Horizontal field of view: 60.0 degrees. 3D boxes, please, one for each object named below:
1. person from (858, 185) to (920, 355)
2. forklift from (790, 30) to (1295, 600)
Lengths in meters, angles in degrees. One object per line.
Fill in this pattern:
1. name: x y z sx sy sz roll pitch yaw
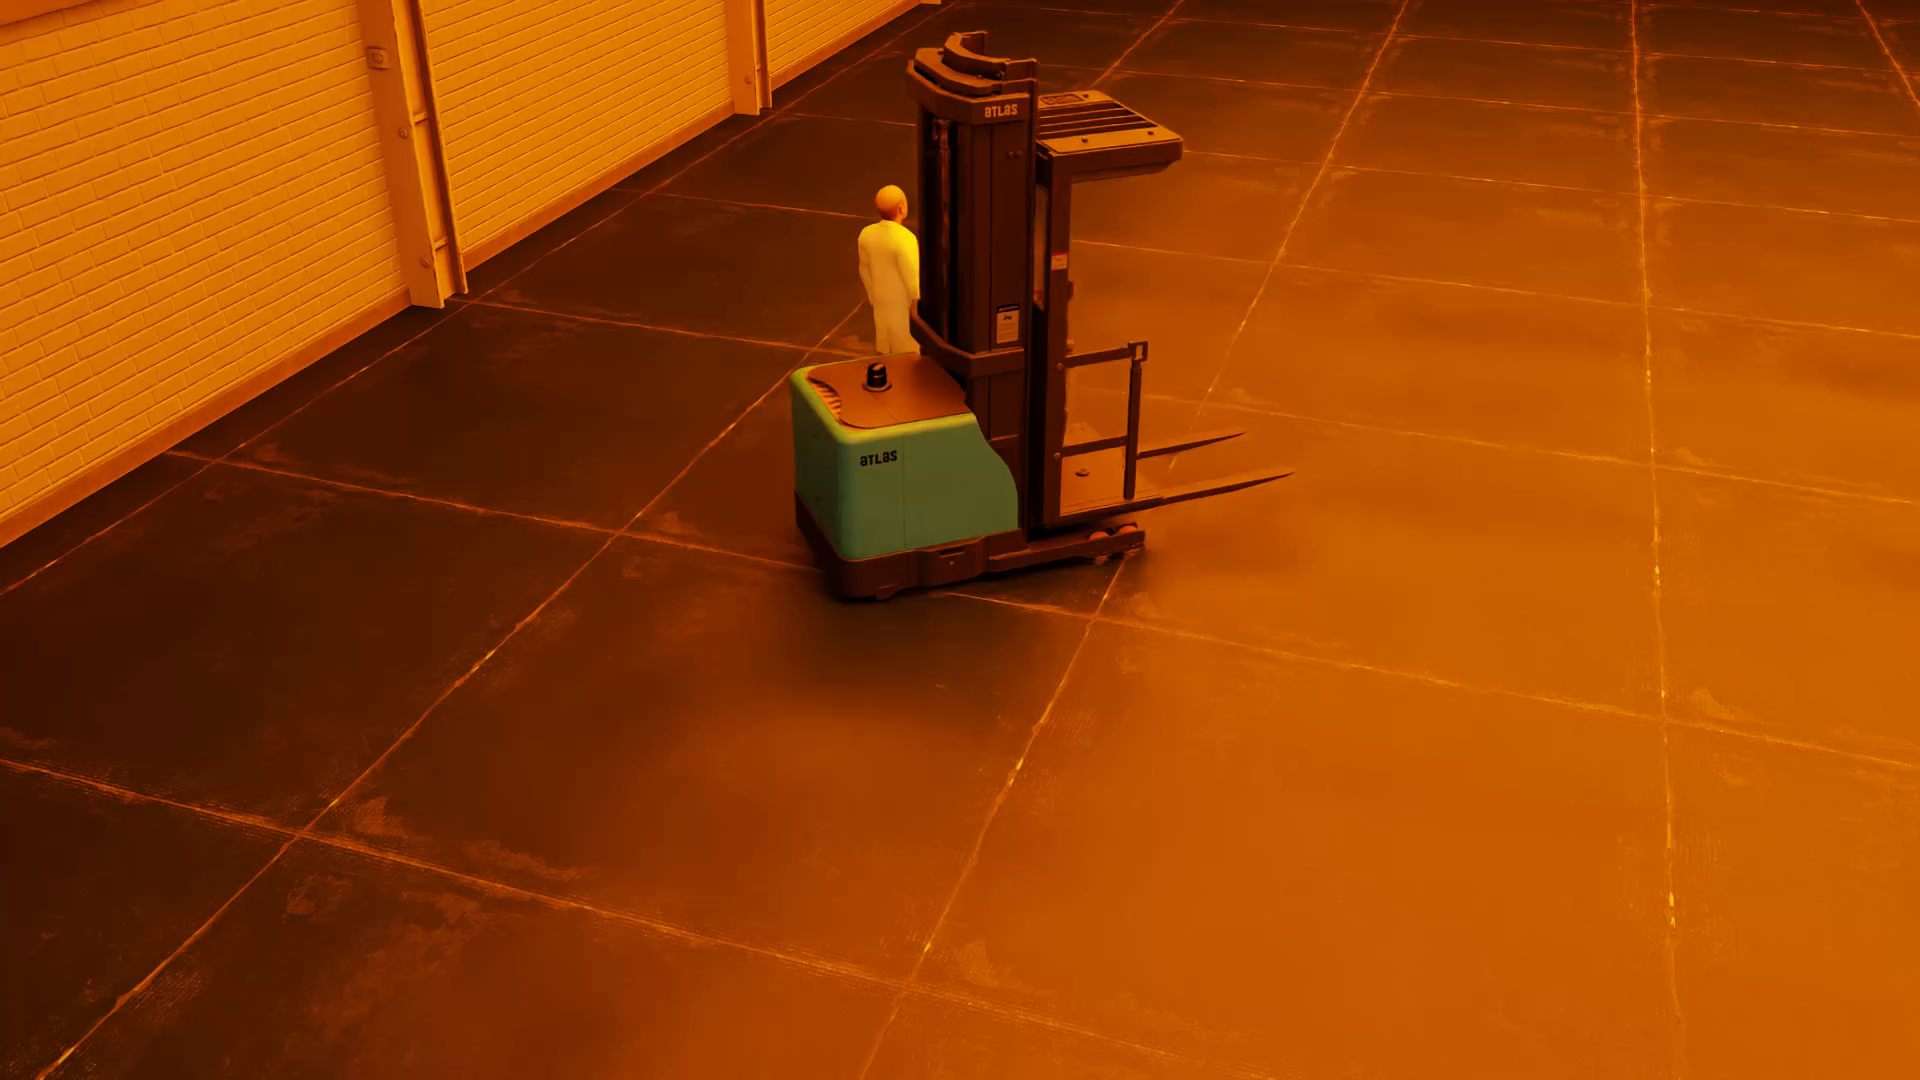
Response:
1. person: -0.308 -1.465 10.864 0.551 1.782 0.707 -23 37 -34
2. forklift: 0.567 -1.386 9.569 3.031 2.935 1.130 -11 32 -19
